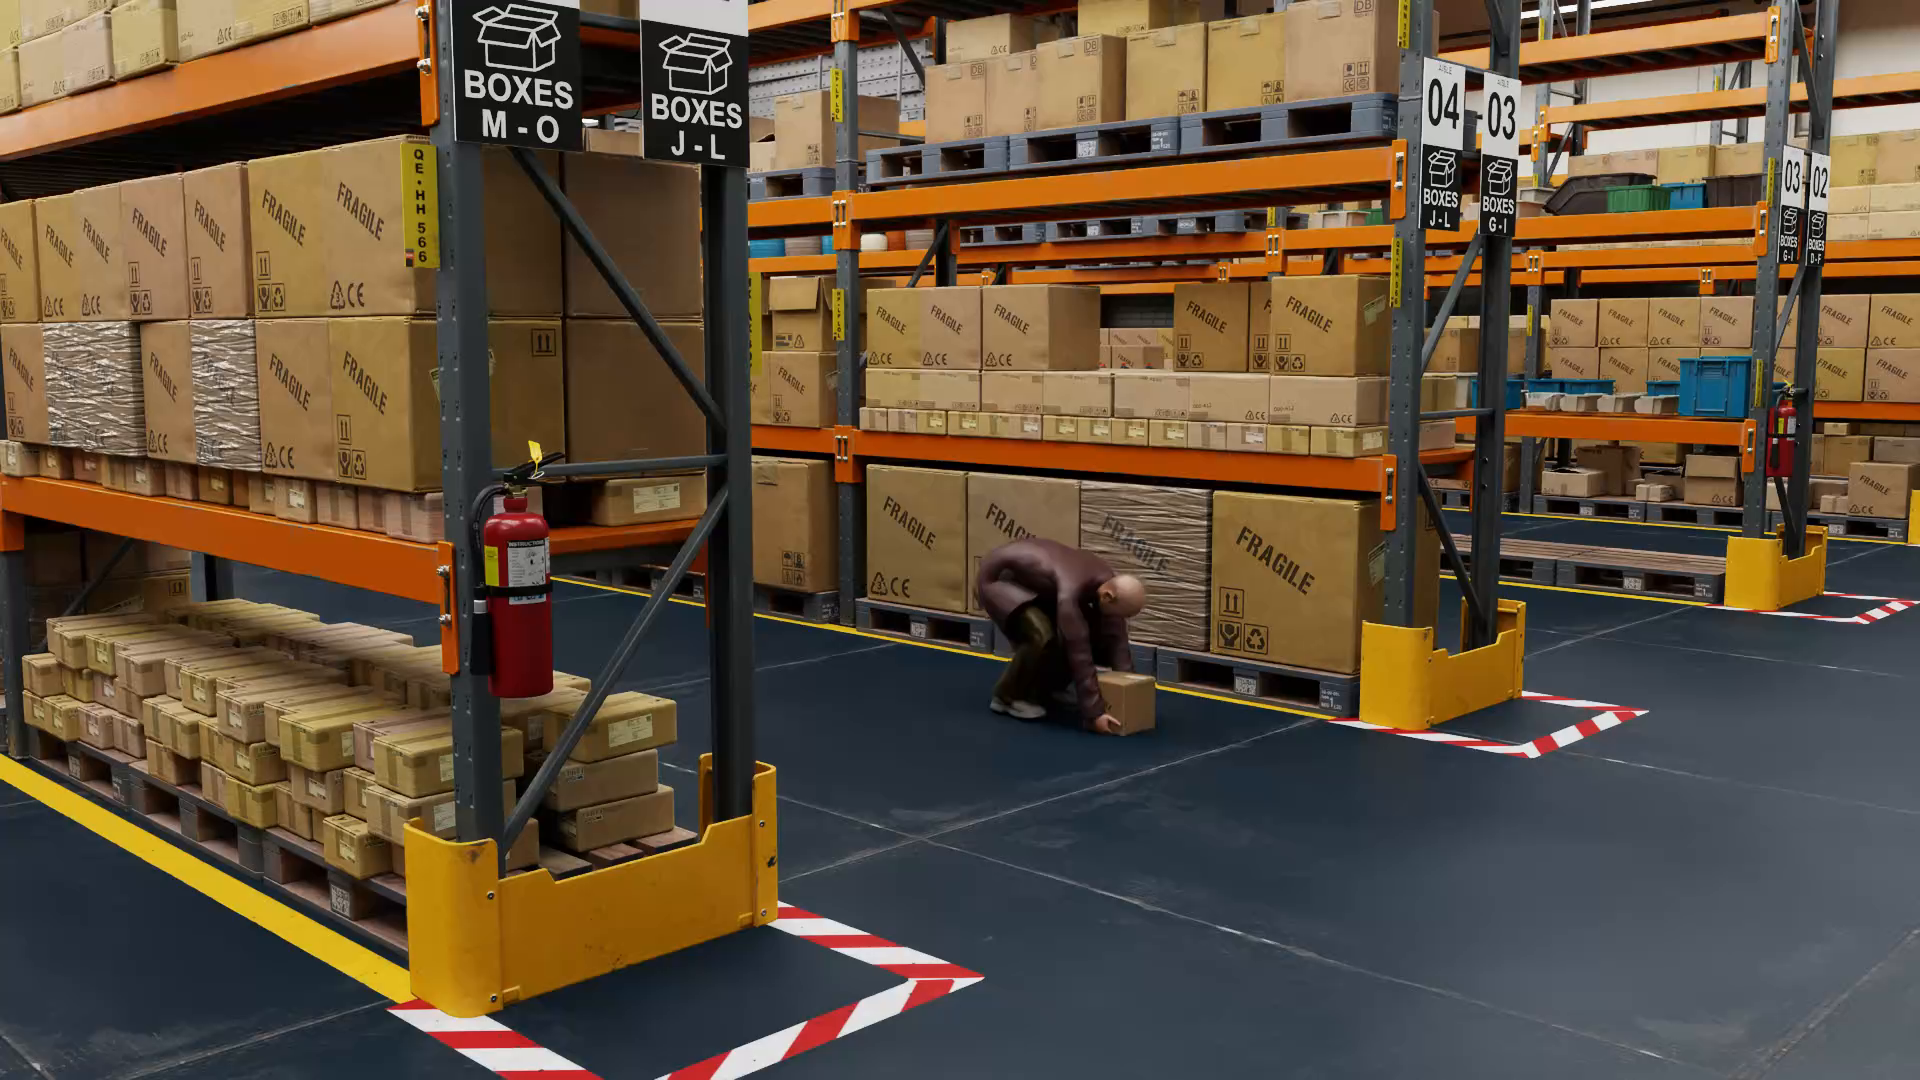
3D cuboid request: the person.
[{"bbox_3d":[0.511,0.454,8.299,0.961,0.910,0.594,6,9,41],"label":"person"}]
